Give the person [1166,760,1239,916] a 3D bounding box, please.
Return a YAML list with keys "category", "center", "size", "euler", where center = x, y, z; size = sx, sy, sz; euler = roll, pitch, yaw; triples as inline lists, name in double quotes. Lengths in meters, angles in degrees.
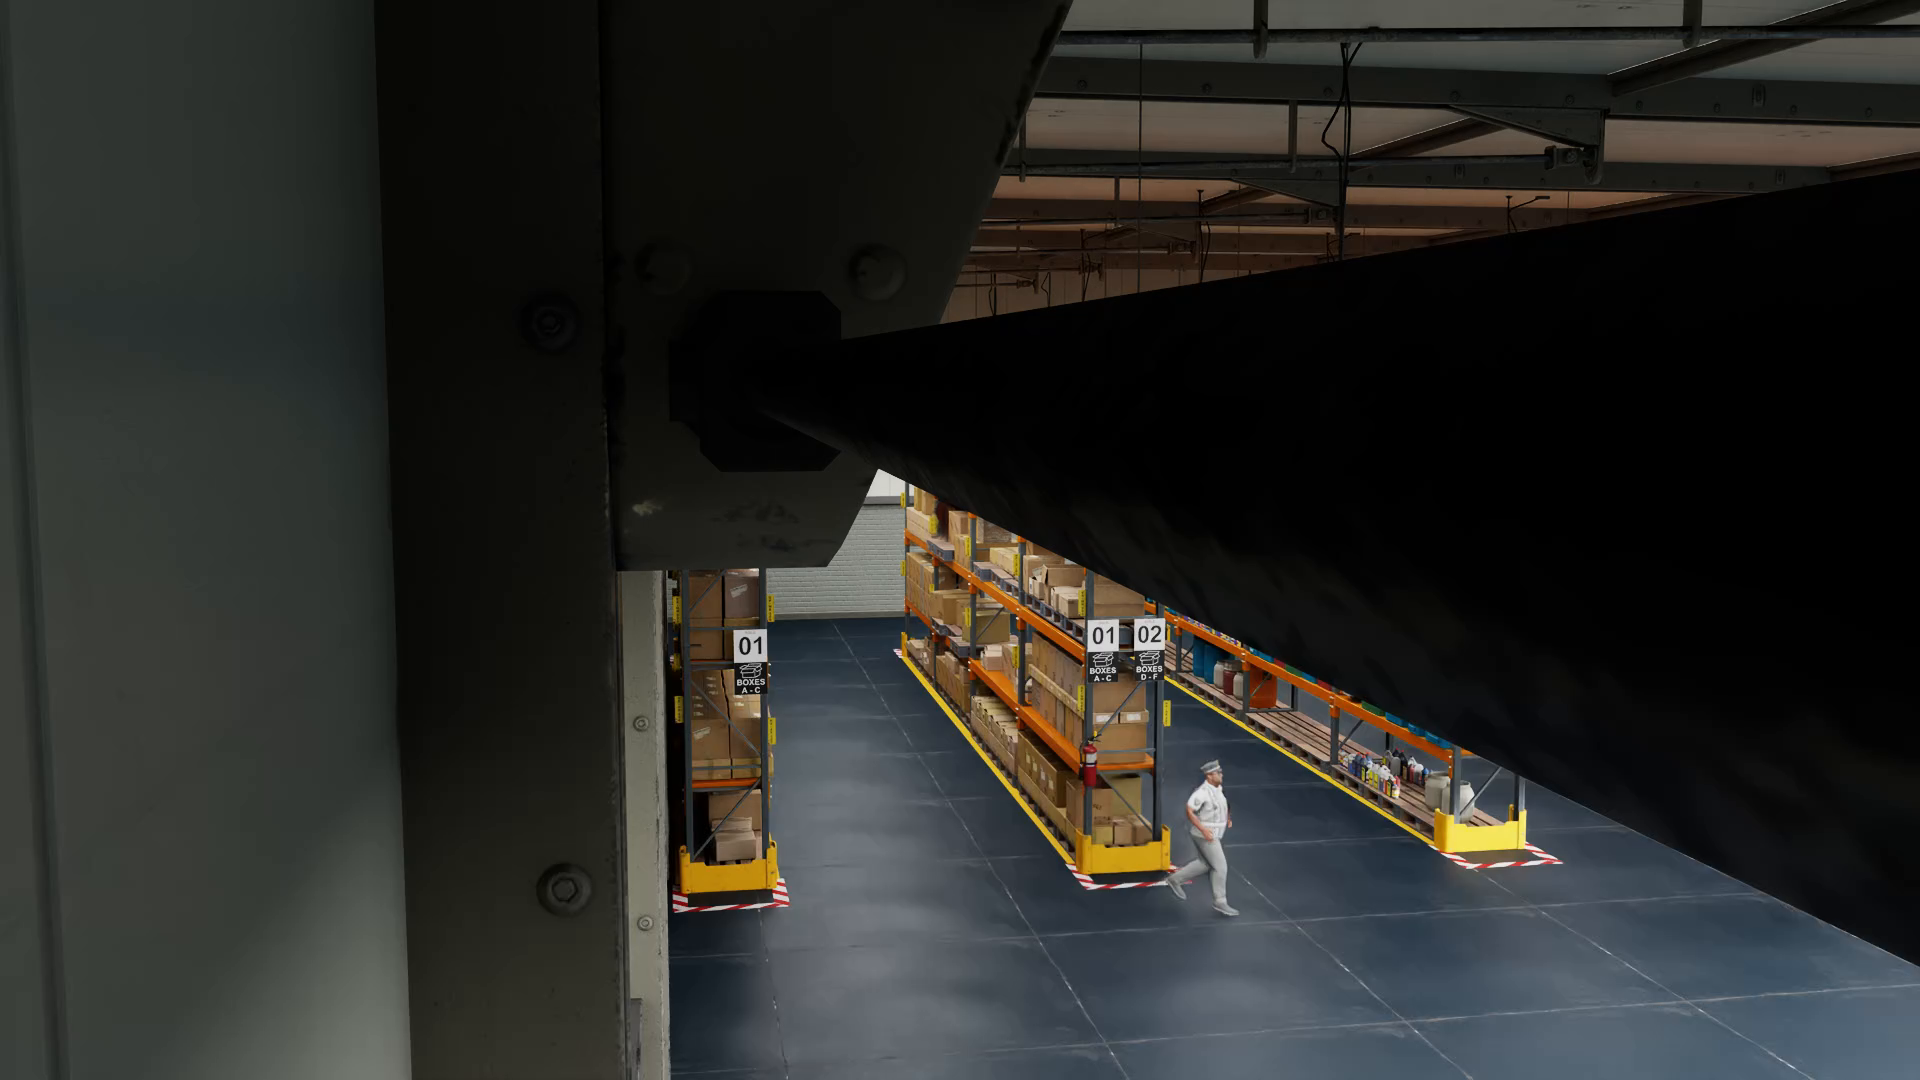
- category: "person"
  center: [2.866, 3.430, 19.413]
  size: [0.857, 1.793, 0.674]
  euler: [2, 6, 20]
